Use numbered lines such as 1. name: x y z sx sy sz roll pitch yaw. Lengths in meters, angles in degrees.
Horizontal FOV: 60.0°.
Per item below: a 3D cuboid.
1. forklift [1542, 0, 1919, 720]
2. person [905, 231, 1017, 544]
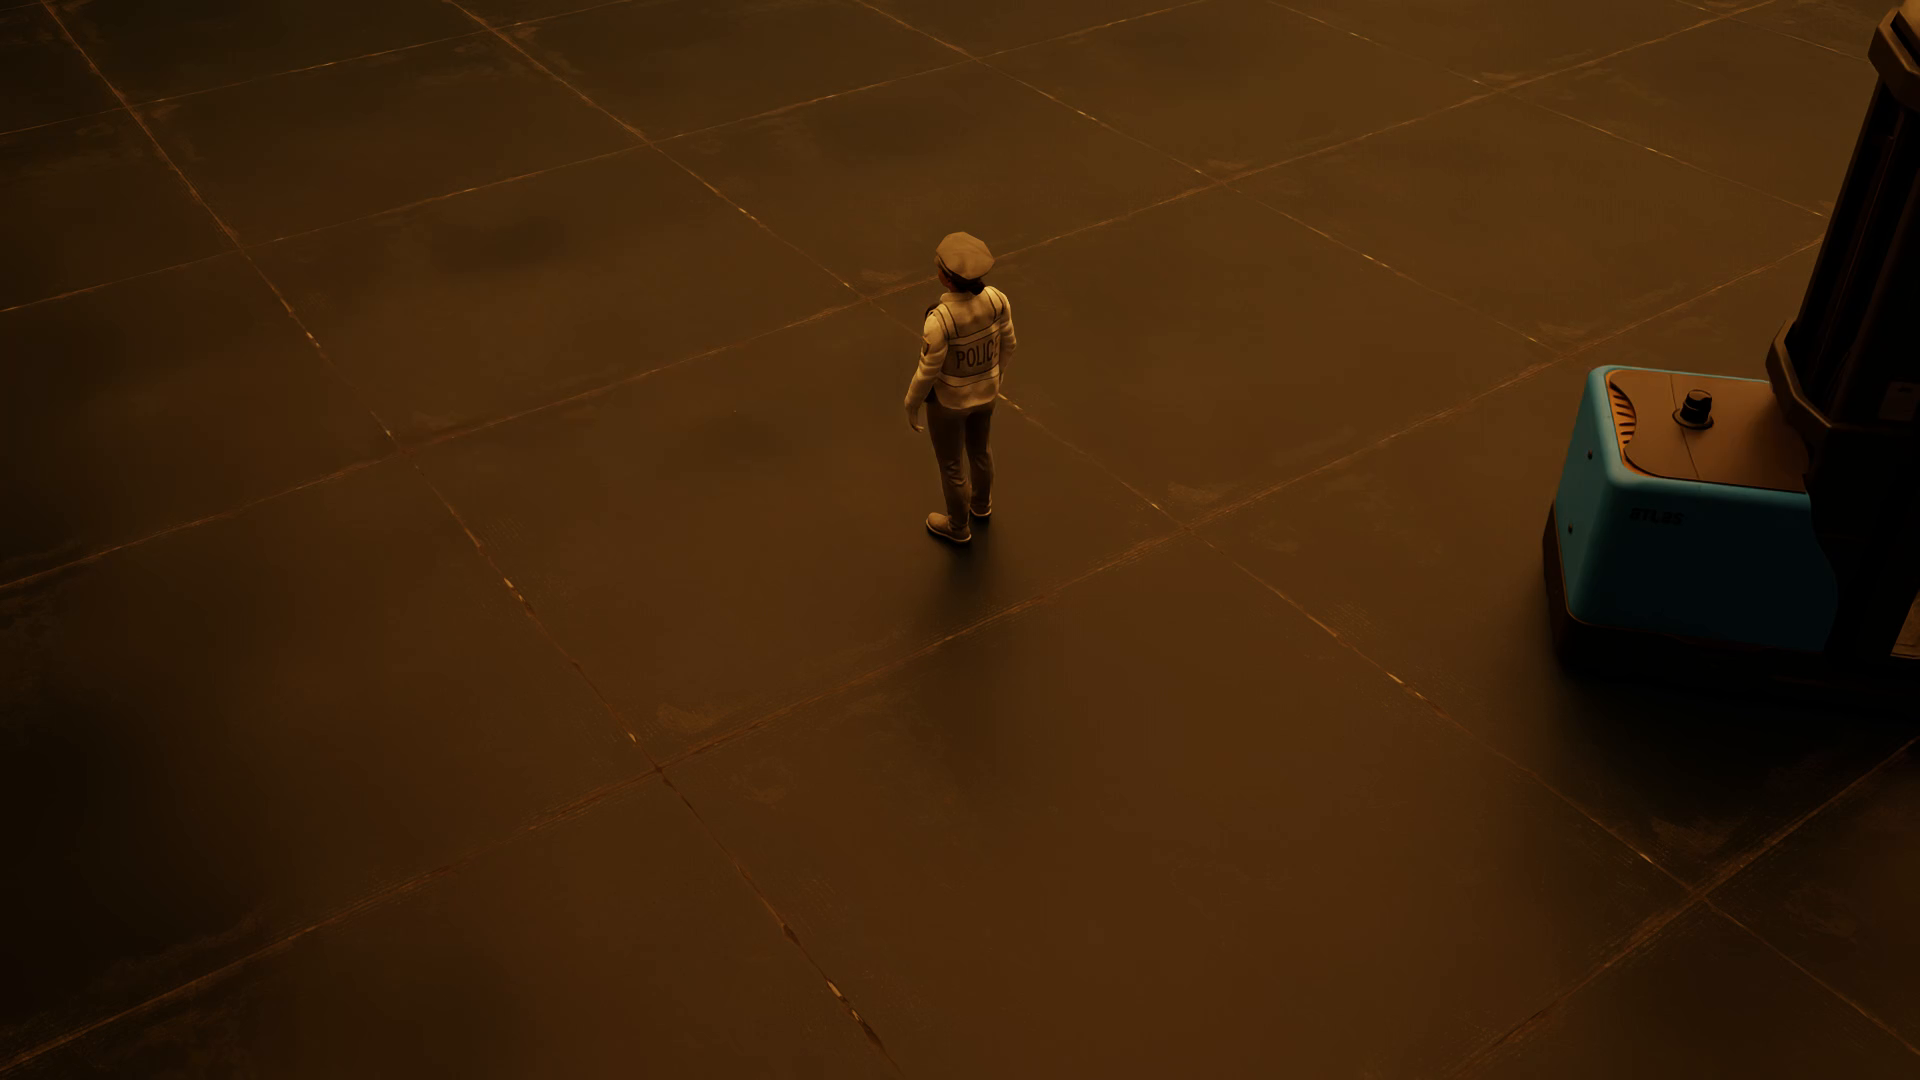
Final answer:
1. forklift: 4.294 -0.682 6.866 3.031 2.935 1.130 7 37 9
2. person: -0.034 -0.723 7.950 0.587 1.695 0.531 -23 42 -28
